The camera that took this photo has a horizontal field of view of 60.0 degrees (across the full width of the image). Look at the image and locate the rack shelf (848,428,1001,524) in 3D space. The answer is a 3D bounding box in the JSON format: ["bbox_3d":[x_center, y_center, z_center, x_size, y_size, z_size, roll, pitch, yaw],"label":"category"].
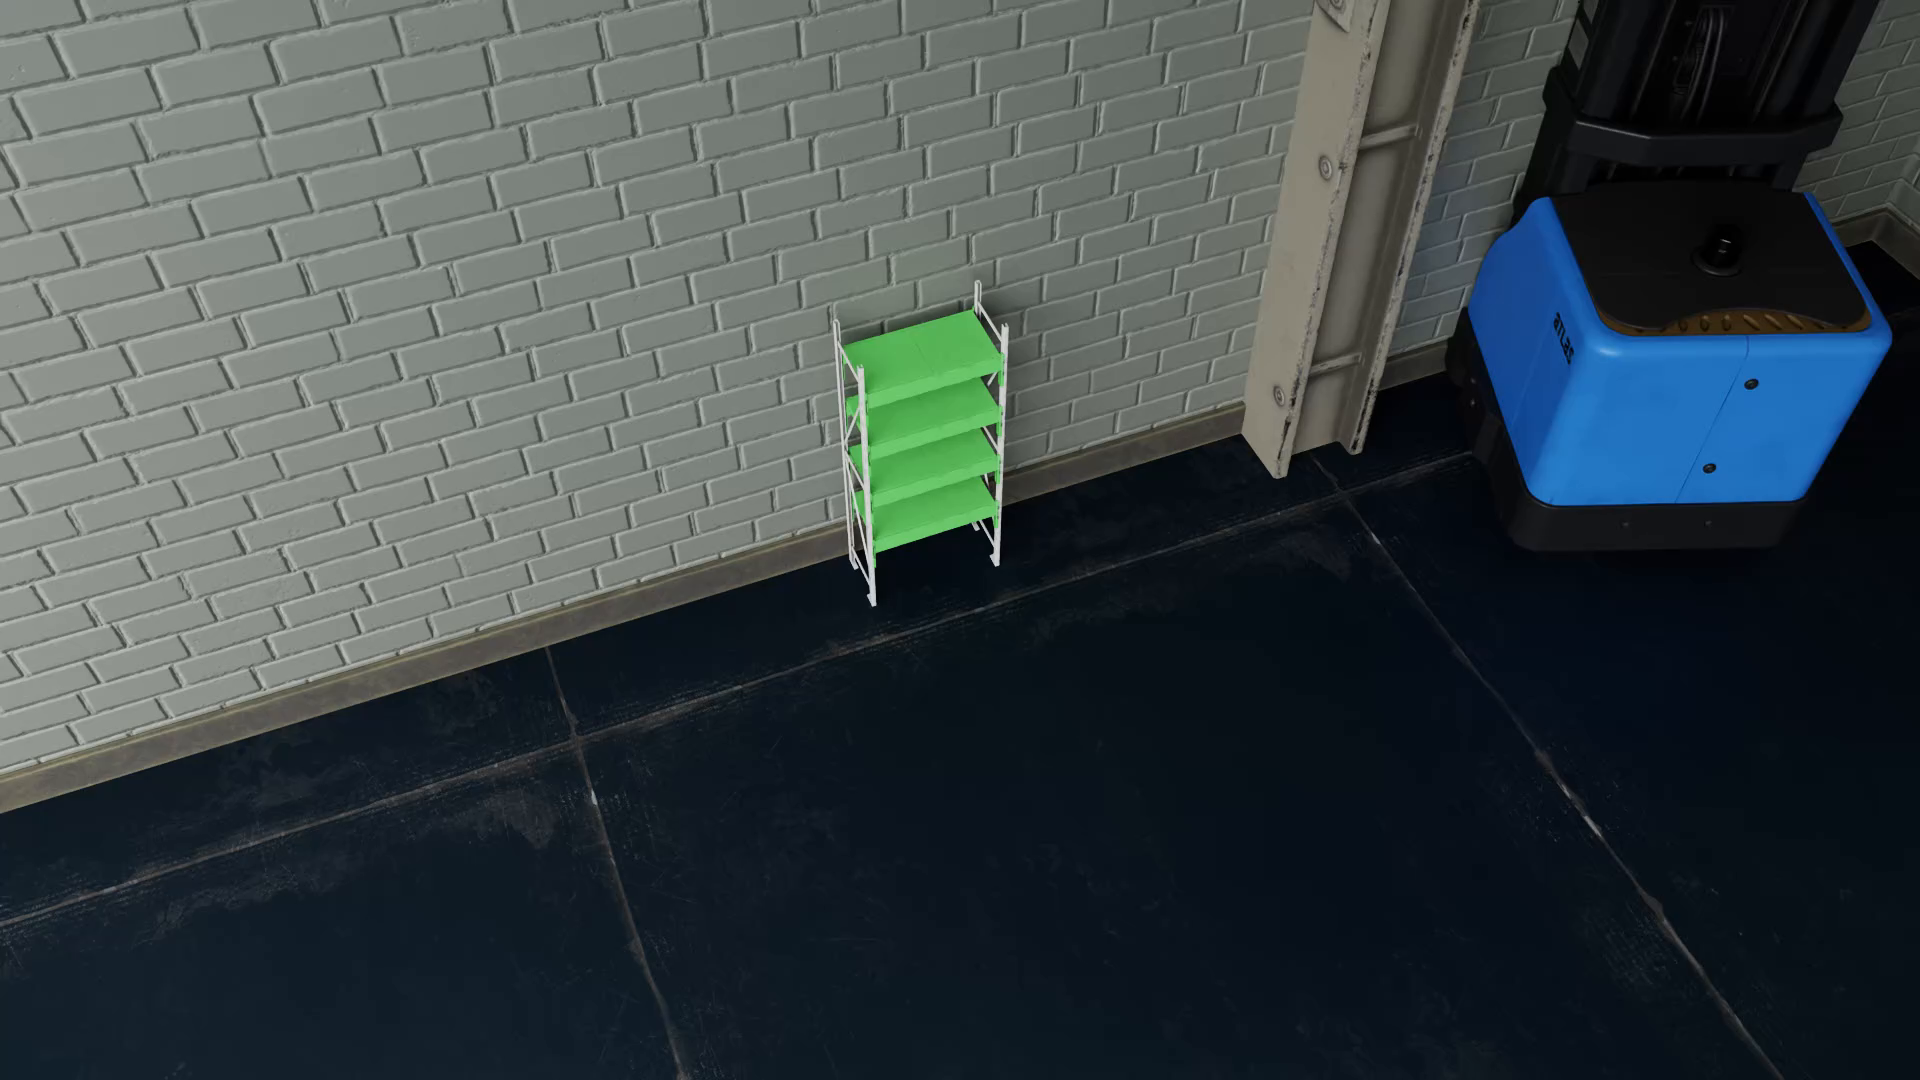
[{"bbox_3d":[-0.129,-0.260,5.763,0.480,0.148,0.258,-18,53,-15],"label":"rack shelf"}]

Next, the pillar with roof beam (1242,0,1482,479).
[{"bbox_3d":[2.976,-0.309,0.584,0.400,9.000,9.100,-17,52,-14],"label":"pillar with roof beam"}]

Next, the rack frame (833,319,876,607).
[{"bbox_3d":[-0.353,-0.229,5.652,0.015,1.200,0.240,-18,53,-15],"label":"rack frame"}]

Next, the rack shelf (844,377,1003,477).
[{"bbox_3d":[-0.127,-0.413,5.578,0.480,0.148,0.258,-18,53,-15],"label":"rack shelf"}]

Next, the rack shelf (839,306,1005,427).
[{"bbox_3d":[-0.125,-0.566,5.394,0.480,0.148,0.258,-18,53,-15],"label":"rack shelf"}]

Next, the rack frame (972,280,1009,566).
[{"bbox_3d":[0.097,-0.372,5.775,0.015,1.200,0.240,-18,53,-15],"label":"rack frame"}]

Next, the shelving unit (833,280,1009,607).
[{"bbox_3d":[-0.128,-0.301,5.714,0.503,1.200,0.258,-18,53,-15],"label":"shelving unit"}]

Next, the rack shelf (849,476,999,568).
[{"bbox_3d":[-0.130,-0.107,5.948,0.480,0.148,0.258,-18,53,-15],"label":"rack shelf"}]

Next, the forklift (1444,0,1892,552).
[{"bbox_3d":[2.520,-2.022,6.054,1.130,2.935,3.031,-1,49,-1],"label":"forklift"}]
